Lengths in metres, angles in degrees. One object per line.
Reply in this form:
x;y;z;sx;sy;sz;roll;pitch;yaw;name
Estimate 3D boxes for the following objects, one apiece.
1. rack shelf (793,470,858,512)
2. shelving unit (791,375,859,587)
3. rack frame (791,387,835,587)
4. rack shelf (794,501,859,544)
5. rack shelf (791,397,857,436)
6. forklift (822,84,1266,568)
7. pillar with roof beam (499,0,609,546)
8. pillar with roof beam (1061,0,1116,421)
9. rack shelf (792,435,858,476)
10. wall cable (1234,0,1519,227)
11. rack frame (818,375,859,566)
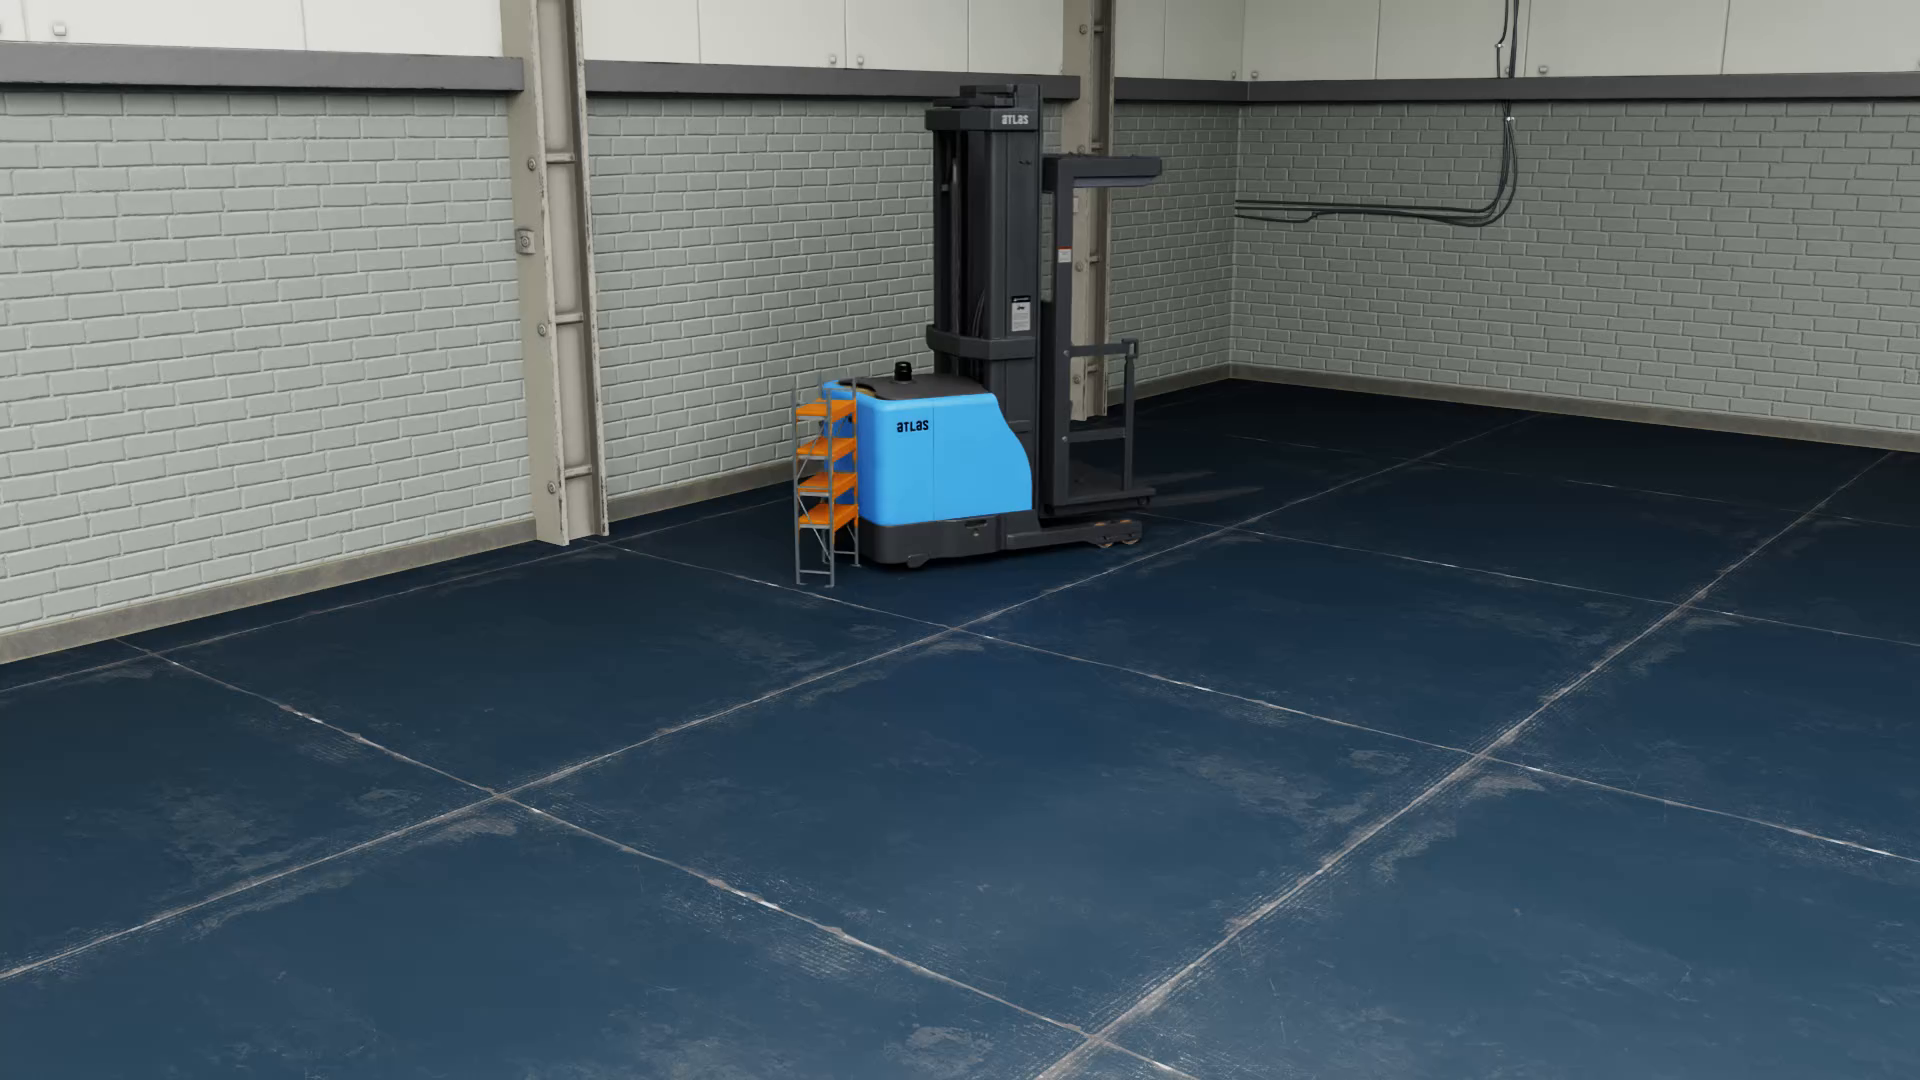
-0.815;-0.301;10.145;0.258;0.148;0.480;4;15;14;rack shelf
-0.815;-0.367;10.129;0.258;1.200;0.503;4;15;14;shelving unit
-0.874;-0.308;9.899;0.240;1.200;0.015;4;15;14;rack frame
-0.815;-0.109;10.194;0.258;0.148;0.480;4;15;14;rack shelf
-0.815;-0.747;10.032;0.258;0.148;0.480;4;15;14;rack shelf
0.639;-1.476;10.979;3.031;2.935;1.130;-7;16;-25;forklift
0.733;-3.718;7.484;9.100;9.000;0.400;11;18;38;pillar with roof beam
4.504;-4.867;12.007;9.100;9.000;0.400;11;18;38;pillar with roof beam
-0.815;-0.518;10.090;0.258;0.148;0.480;4;15;14;rack shelf
4.035;-4.388;16.427;3.097;2.526;0.112;11;18;38;wall cable
-0.756;-0.425;10.358;0.240;1.200;0.015;4;15;14;rack frame
